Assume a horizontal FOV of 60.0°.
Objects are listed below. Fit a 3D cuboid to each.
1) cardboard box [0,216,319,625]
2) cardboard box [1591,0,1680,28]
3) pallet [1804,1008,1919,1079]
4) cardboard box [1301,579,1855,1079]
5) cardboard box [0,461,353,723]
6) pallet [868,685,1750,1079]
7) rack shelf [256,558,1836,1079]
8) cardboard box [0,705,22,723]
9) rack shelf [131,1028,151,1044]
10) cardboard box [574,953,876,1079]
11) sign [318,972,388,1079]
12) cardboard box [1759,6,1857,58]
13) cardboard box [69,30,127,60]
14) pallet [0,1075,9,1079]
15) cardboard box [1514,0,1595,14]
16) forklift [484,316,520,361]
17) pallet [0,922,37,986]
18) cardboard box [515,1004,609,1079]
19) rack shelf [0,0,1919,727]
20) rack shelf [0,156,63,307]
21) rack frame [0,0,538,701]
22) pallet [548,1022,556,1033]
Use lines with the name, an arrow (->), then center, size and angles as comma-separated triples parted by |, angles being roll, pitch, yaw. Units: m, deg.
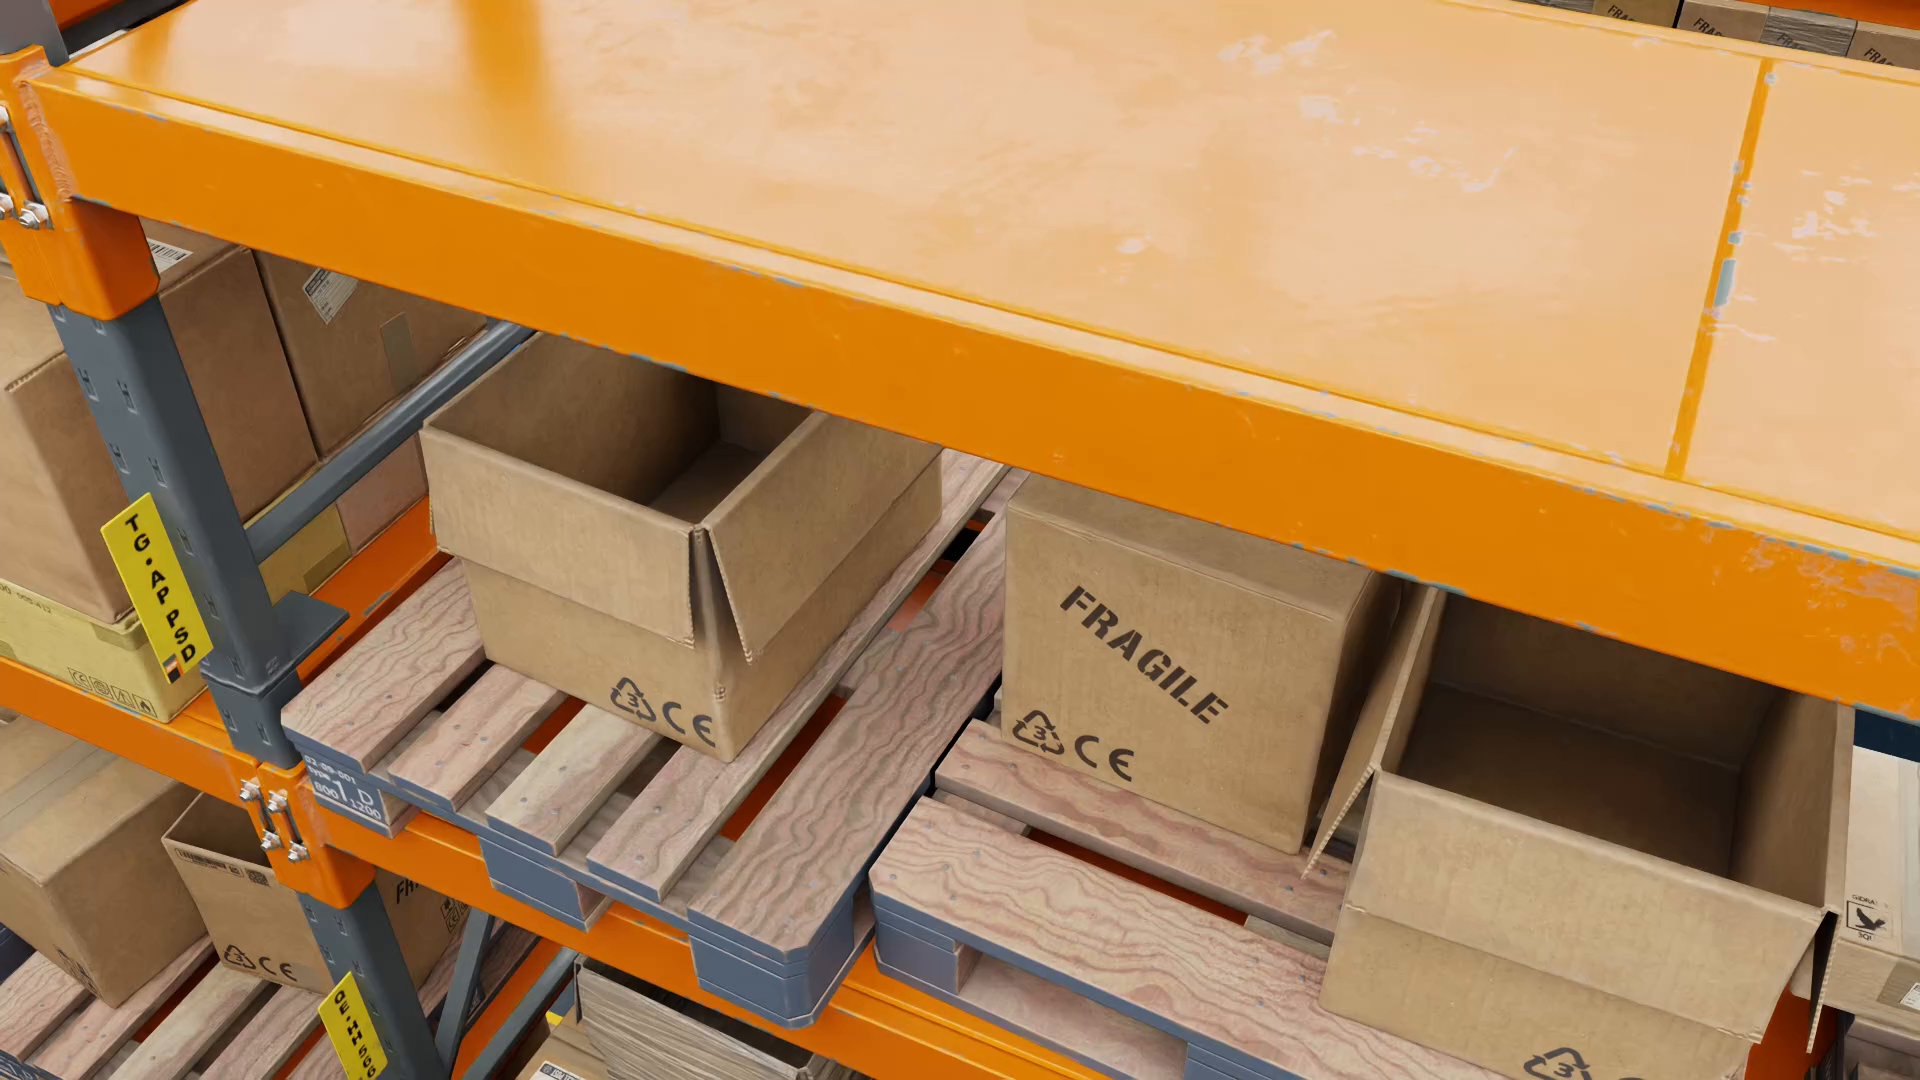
cardboard box -> -1.541, -0.259, 2.894 | 0.500, 0.500, 0.500 | 18, 44, 20
cardboard box -> 4.410, -3.436, 10.881 | 0.500, 0.500, 0.500 | 16, 44, 18
pallet -> 1.771, 0.907, 2.153 | 1.217, 0.209, 0.805 | 15, 43, 17
cardboard box -> 0.858, 0.307, 2.300 | 0.637, 0.503, 0.797 | 16, 44, 18
cardboard box -> -1.537, 0.022, 3.143 | 0.500, 0.250, 0.500 | 17, 44, 19
pallet -> 0.618, 0.478, 2.647 | 1.213, 0.211, 1.003 | 19, 44, 21
rack shelf -> 0.810, 0.777, 2.706 | 4.000, 0.370, 1.077 | 17, 44, 19
cardboard box -> -2.424, 0.382, 4.697 | 0.500, 0.250, 0.500 | 16, 43, 17
rack shelf -> -2.815, 0.803, 4.967 | 4.000, 0.370, 1.077 | 17, 44, 19
cardboard box -> -0.347, 0.880, 3.486 | 0.637, 0.503, 0.797 | 18, 44, 20
sign -> -1.223, 1.002, 3.364 | 0.005, 0.325, 0.100 | 17, 44, 19
cardboard box -> 5.347, -3.155, 10.557 | 0.500, 0.500, 0.500 | 18, 44, 19
cardboard box -> -1.778, -0.701, 3.404 | 0.500, 0.500, 0.500 | 17, 44, 19
pallet -> -2.812, 1.583, 5.647 | 1.213, 0.211, 1.003 | 17, 44, 19
cardboard box -> 3.958, -3.578, 11.045 | 0.500, 0.500, 0.500 | 15, 43, 17
forklift -> -16.259, -10.787, 17.909 | 36.947, 2.843, 19.219 | 12, 42, 14
pallet -> -2.814, 0.633, 4.759 | 1.213, 0.211, 1.003 | 17, 44, 19
cardboard box -> -0.677, 1.343, 3.718 | 0.500, 0.500, 0.500 | 18, 44, 20
rack shelf -> 0.810, -0.205, 1.855 | 4.000, 0.370, 1.077 | 17, 44, 19
rack shelf -> -2.815, -1.313, 3.133 | 4.000, 0.370, 1.077 | 17, 44, 19
rack frame -> -1.002, -1.182, 2.127 | 0.127, 3.000, 1.000 | 17, 44, 19
pallet -> -1.710, 1.921, 5.256 | 1.213, 0.211, 1.003 | 17, 44, 19
